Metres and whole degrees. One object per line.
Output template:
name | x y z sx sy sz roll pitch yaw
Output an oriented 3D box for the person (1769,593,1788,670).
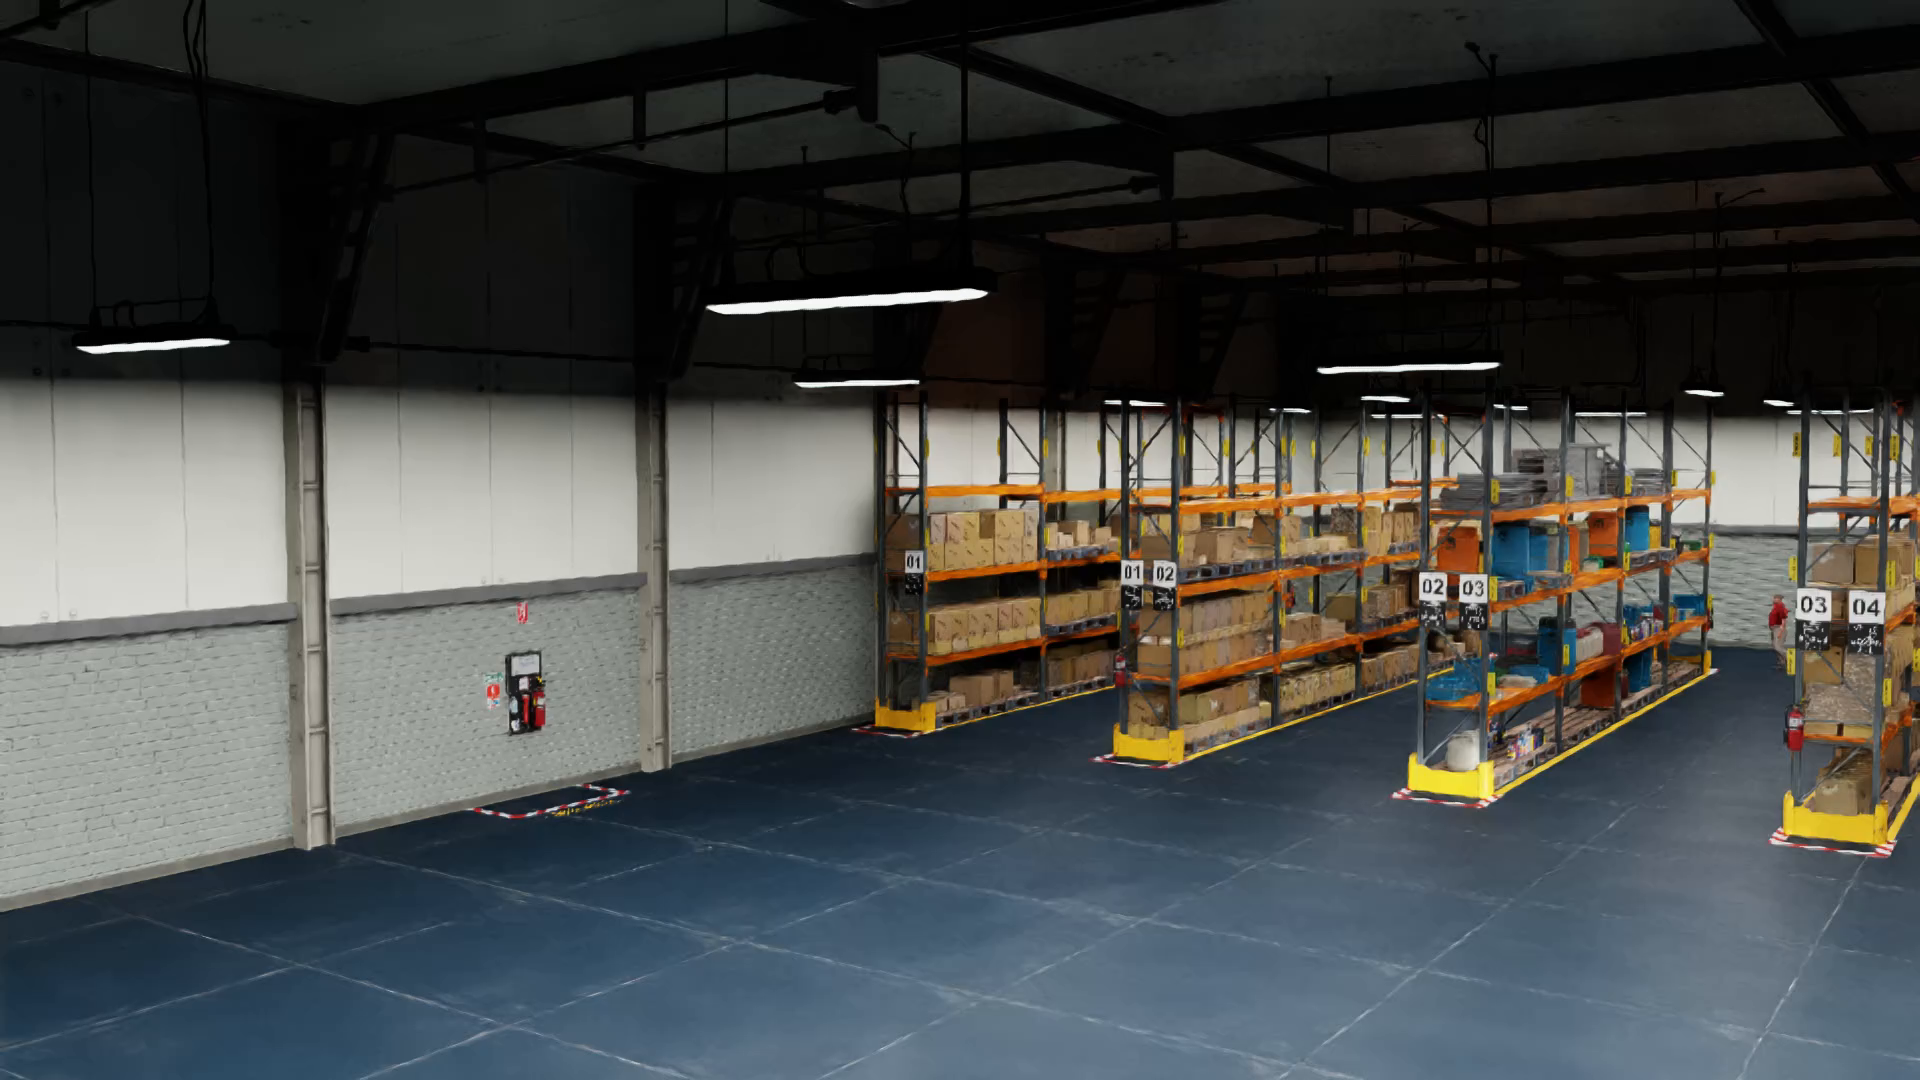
person | 18.428 2.063 37.285 0.503 1.717 0.707 0 3 6
